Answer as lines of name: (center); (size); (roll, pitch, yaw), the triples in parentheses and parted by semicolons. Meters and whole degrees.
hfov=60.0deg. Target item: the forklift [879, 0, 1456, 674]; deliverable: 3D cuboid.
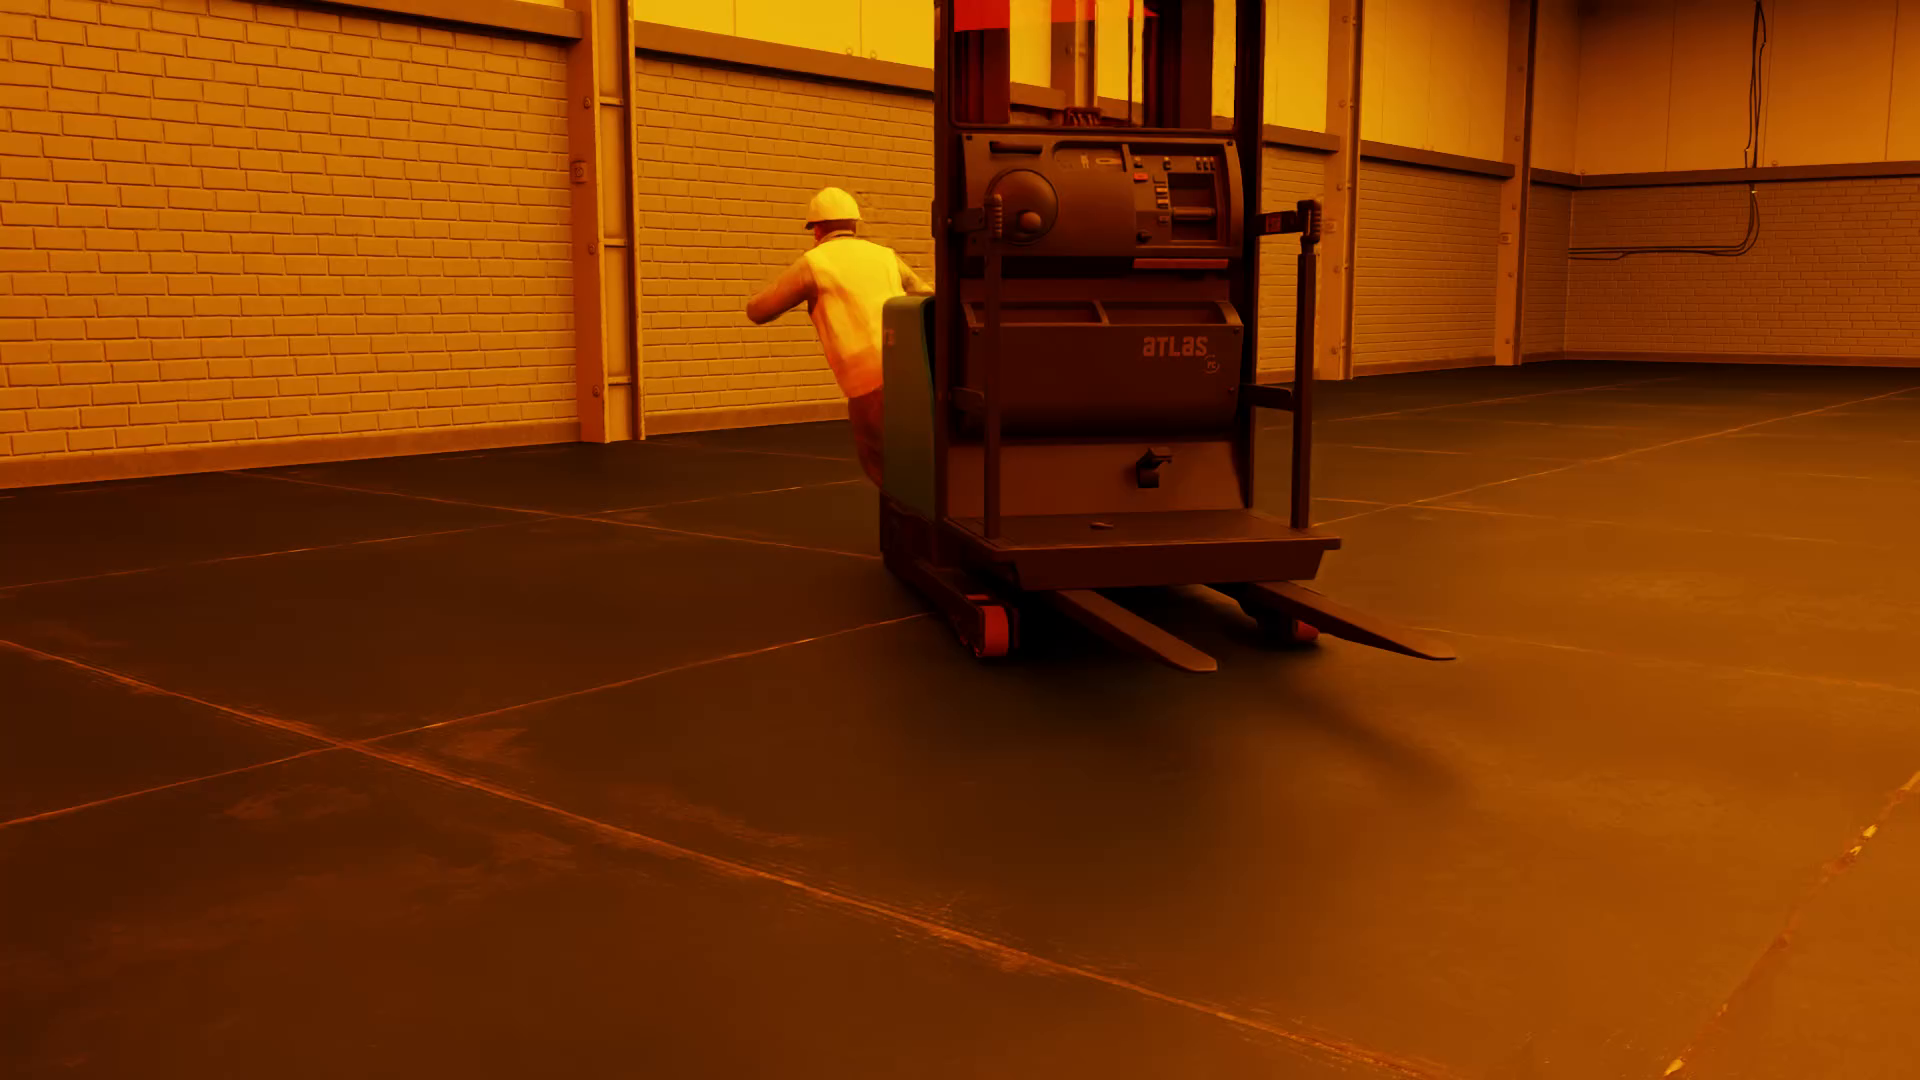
forklift: (0.515, -1.153, 5.165); (1.130, 2.935, 3.031); (-2, 9, -13)

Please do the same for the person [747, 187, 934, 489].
person: (-0.410, -0.724, 7.135); (0.948, 1.545, 0.883); (-7, 11, -40)
